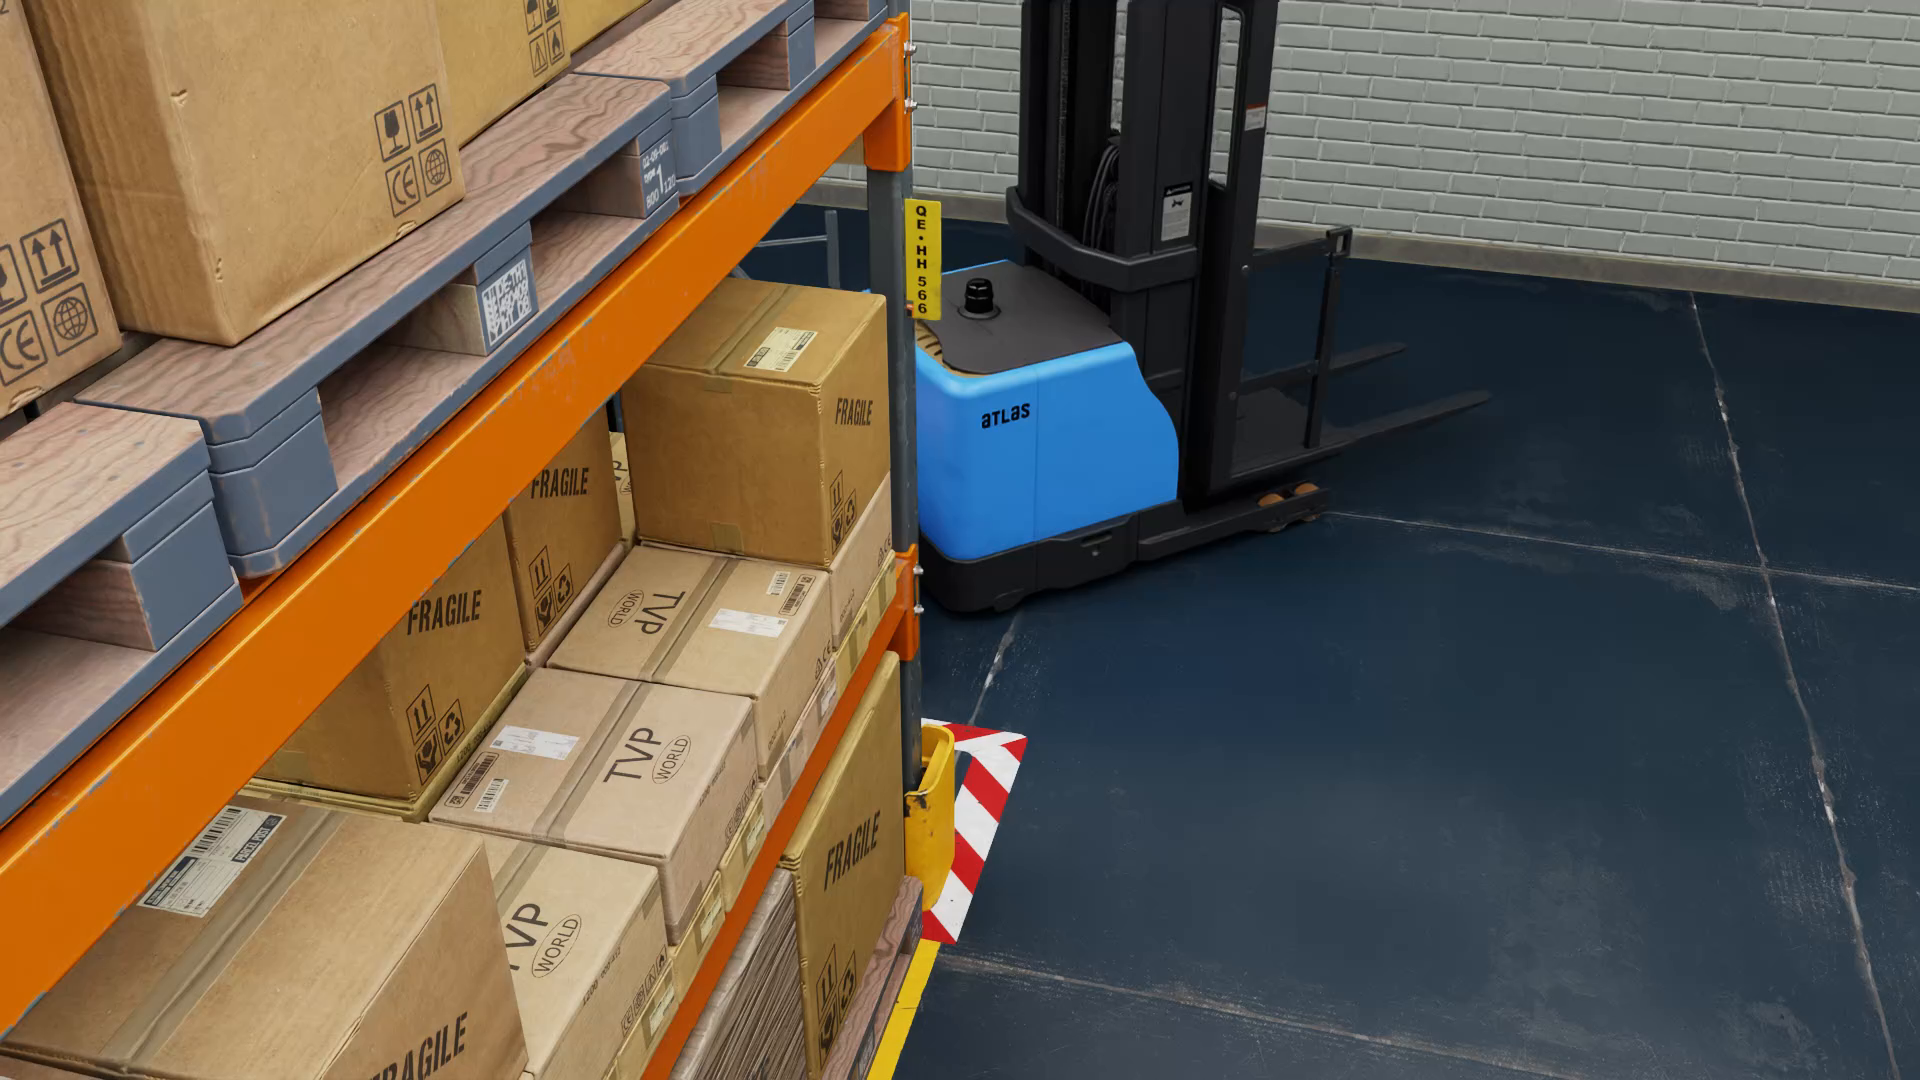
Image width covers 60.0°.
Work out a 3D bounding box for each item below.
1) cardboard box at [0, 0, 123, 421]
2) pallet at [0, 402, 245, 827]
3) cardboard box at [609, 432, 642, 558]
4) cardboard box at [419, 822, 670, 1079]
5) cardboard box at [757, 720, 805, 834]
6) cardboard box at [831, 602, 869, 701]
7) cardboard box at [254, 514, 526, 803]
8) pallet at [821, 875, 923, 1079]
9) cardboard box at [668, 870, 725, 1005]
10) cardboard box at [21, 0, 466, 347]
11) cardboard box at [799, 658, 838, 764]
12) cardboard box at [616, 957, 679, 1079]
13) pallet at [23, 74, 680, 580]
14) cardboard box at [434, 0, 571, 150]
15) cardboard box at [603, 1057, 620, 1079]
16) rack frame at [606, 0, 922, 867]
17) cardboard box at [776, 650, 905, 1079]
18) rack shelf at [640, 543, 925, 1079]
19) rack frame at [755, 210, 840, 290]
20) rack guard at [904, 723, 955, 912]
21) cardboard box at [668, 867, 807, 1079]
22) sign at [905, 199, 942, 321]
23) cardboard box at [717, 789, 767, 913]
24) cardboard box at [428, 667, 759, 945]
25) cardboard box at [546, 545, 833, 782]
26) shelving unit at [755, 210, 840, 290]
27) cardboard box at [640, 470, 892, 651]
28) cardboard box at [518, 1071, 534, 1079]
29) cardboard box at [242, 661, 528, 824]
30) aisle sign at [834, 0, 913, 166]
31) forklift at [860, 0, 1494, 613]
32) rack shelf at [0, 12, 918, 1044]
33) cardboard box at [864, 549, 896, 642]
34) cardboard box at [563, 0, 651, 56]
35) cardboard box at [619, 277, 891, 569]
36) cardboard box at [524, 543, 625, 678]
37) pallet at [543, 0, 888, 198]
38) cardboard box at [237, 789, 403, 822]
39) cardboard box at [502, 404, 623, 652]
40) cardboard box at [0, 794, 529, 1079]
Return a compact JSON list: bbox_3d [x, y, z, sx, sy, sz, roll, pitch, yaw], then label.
[{"bbox_3d":[-1.352,-0.357,1.642,0.700,0.500,0.500,10,34,15],"label":"cardboard box"},{"bbox_3d":[-1.416,0.211,1.408,1.003,0.211,1.213,8,33,12],"label":"pallet"},{"bbox_3d":[-1.002,-0.063,4.415,0.500,0.250,0.500,7,33,11],"label":"cardboard box"},{"bbox_3d":[-0.871,0.811,3.041,0.500,0.250,0.500,8,33,12],"label":"cardboard box"},{"bbox_3d":[-0.584,0.518,3.873,0.380,0.149,0.250,9,33,13],"label":"cardboard box"},{"bbox_3d":[-0.455,0.258,4.282,0.380,0.149,0.250,8,33,13],"label":"cardboard box"},{"bbox_3d":[-1.254,0.150,3.382,0.500,0.500,0.500,7,33,11],"label":"cardboard box"},{"bbox_3d":[-0.746,1.390,4.867,1.003,0.211,1.213,8,33,12],"label":"pallet"},{"bbox_3d":[-0.714,0.788,3.449,0.380,0.149,0.250,8,33,13],"label":"cardboard box"},{"bbox_3d":[-1.082,-0.609,2.039,0.700,0.500,0.500,9,34,14],"label":"cardboard box"},{"bbox_3d":[-0.520,0.389,4.077,0.380,0.149,0.250,8,33,12],"label":"cardboard box"},{"bbox_3d":[-0.779,0.916,3.247,0.380,0.149,0.250,9,33,13],"label":"cardboard box"},{"bbox_3d":[-1.104,-0.420,2.401,1.003,0.211,1.213,8,33,12],"label":"pallet"},{"bbox_3d":[-1.042,-0.913,2.516,0.700,0.500,0.500,6,33,9],"label":"cardboard box"},{"bbox_3d":[-0.843,1.052,3.034,0.380,0.149,0.250,7,33,11],"label":"cardboard box"},{"bbox_3d":[-0.619,-0.213,4.789,1.000,3.000,0.127,8,33,12],"label":"rack frame"},{"bbox_3d":[-0.704,0.850,4.707,0.875,0.875,0.875,8,33,12],"label":"cardboard box"},{"bbox_3d":[-1.126,1.129,3.349,1.077,0.370,4.000,8,33,12],"label":"rack shelf"},{"bbox_3d":[-0.722,-0.610,6.811,0.500,1.500,0.032,-8,33,-12],"label":"rack frame"},{"bbox_3d":[-0.613,0.830,5.479,1.175,0.500,0.348,8,33,12],"label":"rack guard"},{"bbox_3d":[-0.935,1.322,3.964,0.875,0.875,0.875,8,33,12],"label":"cardboard box"},{"bbox_3d":[-0.097,-0.720,4.287,0.100,0.325,0.005,8,33,12],"label":"sign"},{"bbox_3d":[-0.648,0.653,3.661,0.380,0.149,0.250,7,33,11],"label":"cardboard box"},{"bbox_3d":[-0.743,0.540,3.467,0.500,0.250,0.500,7,33,11],"label":"cardboard box"},{"bbox_3d":[-0.614,0.276,3.883,0.500,0.250,0.500,7,33,12],"label":"cardboard box"},{"bbox_3d":[-0.595,-0.351,6.404,0.587,1.500,1.083,-8,33,-12],"label":"shelving unit"},{"bbox_3d":[-0.485,0.013,4.297,0.500,0.250,0.500,7,33,12],"label":"cardboard box"},{"bbox_3d":[-1.004,1.066,2.640,0.500,0.250,0.500,9,33,14],"label":"cardboard box"},{"bbox_3d":[-1.258,0.468,3.580,0.500,0.250,0.500,7,33,11],"label":"cardboard box"},{"bbox_3d":[-0.310,-1.306,4.086,0.394,0.787,0.004,8,33,12],"label":"aisle sign"},{"bbox_3d":[1.055,-1.502,6.881,3.031,2.935,1.130,-16,36,-24],"label":"forklift"},{"bbox_3d":[-1.126,-0.137,2.544,1.077,0.370,4.000,8,33,12],"label":"rack shelf"},{"bbox_3d":[-0.390,0.123,4.495,0.380,0.149,0.250,9,33,13],"label":"cardboard box"},{"bbox_3d":[-0.958,-1.188,2.948,0.700,0.500,0.500,7,33,11],"label":"cardboard box"},{"bbox_3d":[-0.488,-0.303,4.094,0.500,0.500,0.500,8,33,13],"label":"cardboard box"},{"bbox_3d":[-1.127,0.208,3.989,0.500,0.250,0.500,8,33,12],"label":"cardboard box"},{"bbox_3d":[-0.797,-1.055,3.400,1.003,0.211,1.213,8,33,12],"label":"pallet"},{"bbox_3d":[-1.385,0.740,3.153,0.500,0.250,0.500,7,33,11],"label":"cardboard box"},{"bbox_3d":[-1.128,-0.120,3.806,0.500,0.500,0.500,7,33,11],"label":"cardboard box"},{"bbox_3d":[-1.005,0.745,2.445,0.500,0.500,0.500,7,33,11],"label":"cardboard box"}]
